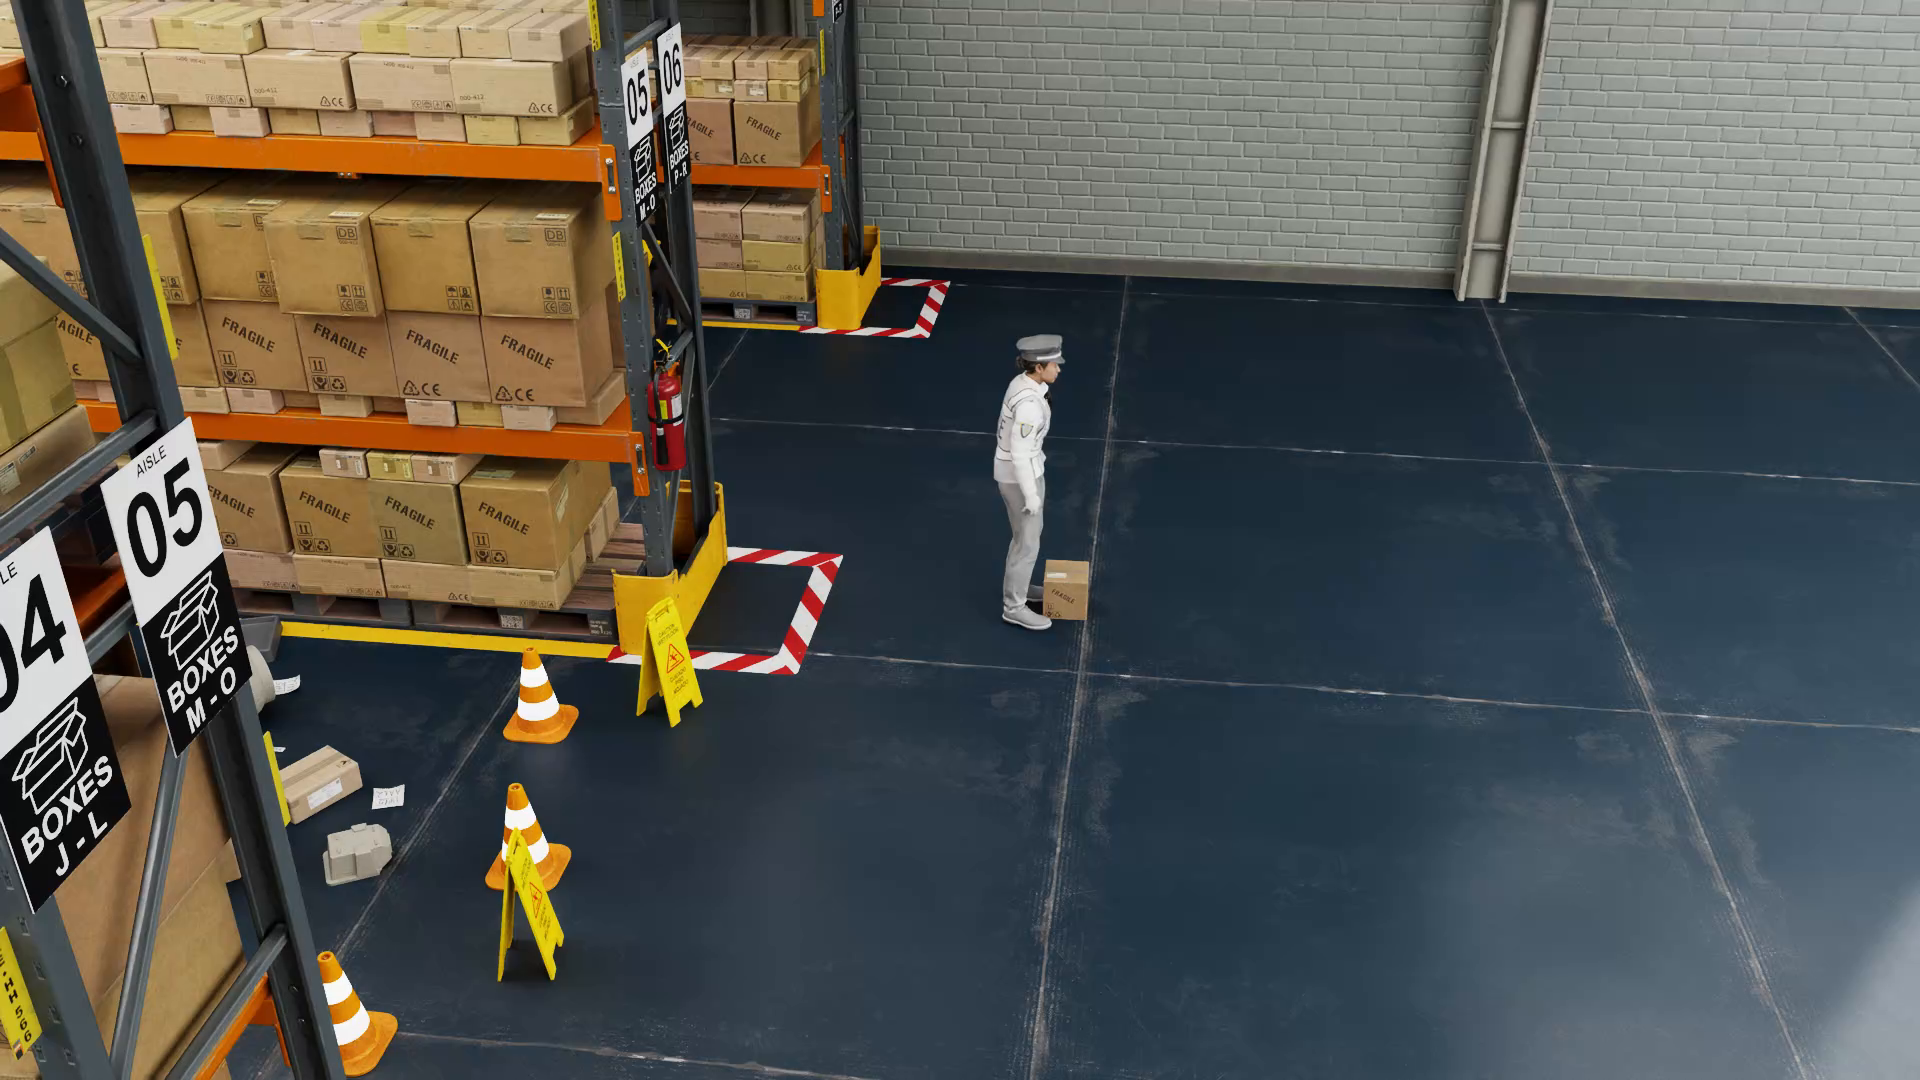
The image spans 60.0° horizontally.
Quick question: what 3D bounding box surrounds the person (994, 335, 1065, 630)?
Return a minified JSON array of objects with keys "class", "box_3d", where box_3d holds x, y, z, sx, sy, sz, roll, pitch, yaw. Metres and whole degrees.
[{"class":"person","box_3d":[0.376,-0.345,9.254,0.376,1.663,0.539,3,29,5]}]
